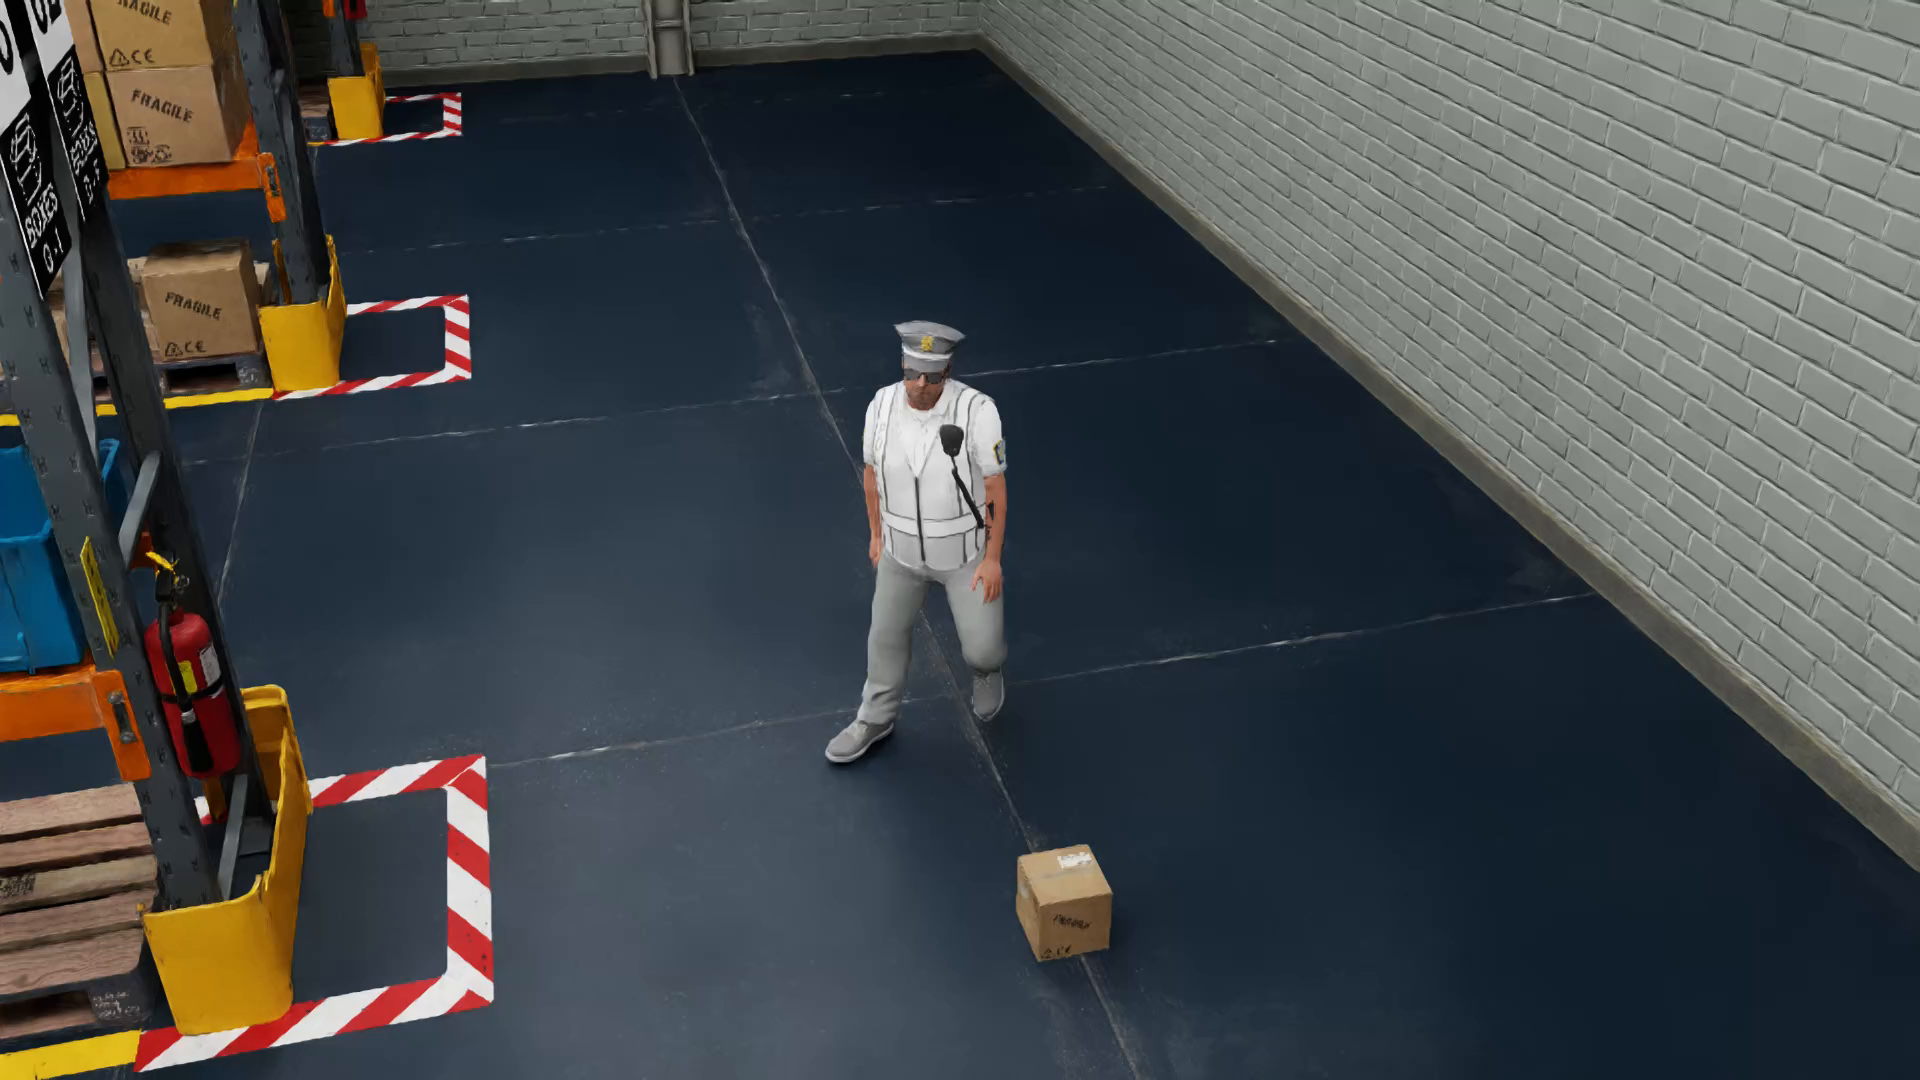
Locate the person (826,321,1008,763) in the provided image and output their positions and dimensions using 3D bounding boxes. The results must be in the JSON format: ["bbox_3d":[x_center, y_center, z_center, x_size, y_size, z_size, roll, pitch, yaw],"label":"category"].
[{"bbox_3d":[-0.128,-0.007,6.100,0.658,1.751,0.621,8,31,14],"label":"person"}]
